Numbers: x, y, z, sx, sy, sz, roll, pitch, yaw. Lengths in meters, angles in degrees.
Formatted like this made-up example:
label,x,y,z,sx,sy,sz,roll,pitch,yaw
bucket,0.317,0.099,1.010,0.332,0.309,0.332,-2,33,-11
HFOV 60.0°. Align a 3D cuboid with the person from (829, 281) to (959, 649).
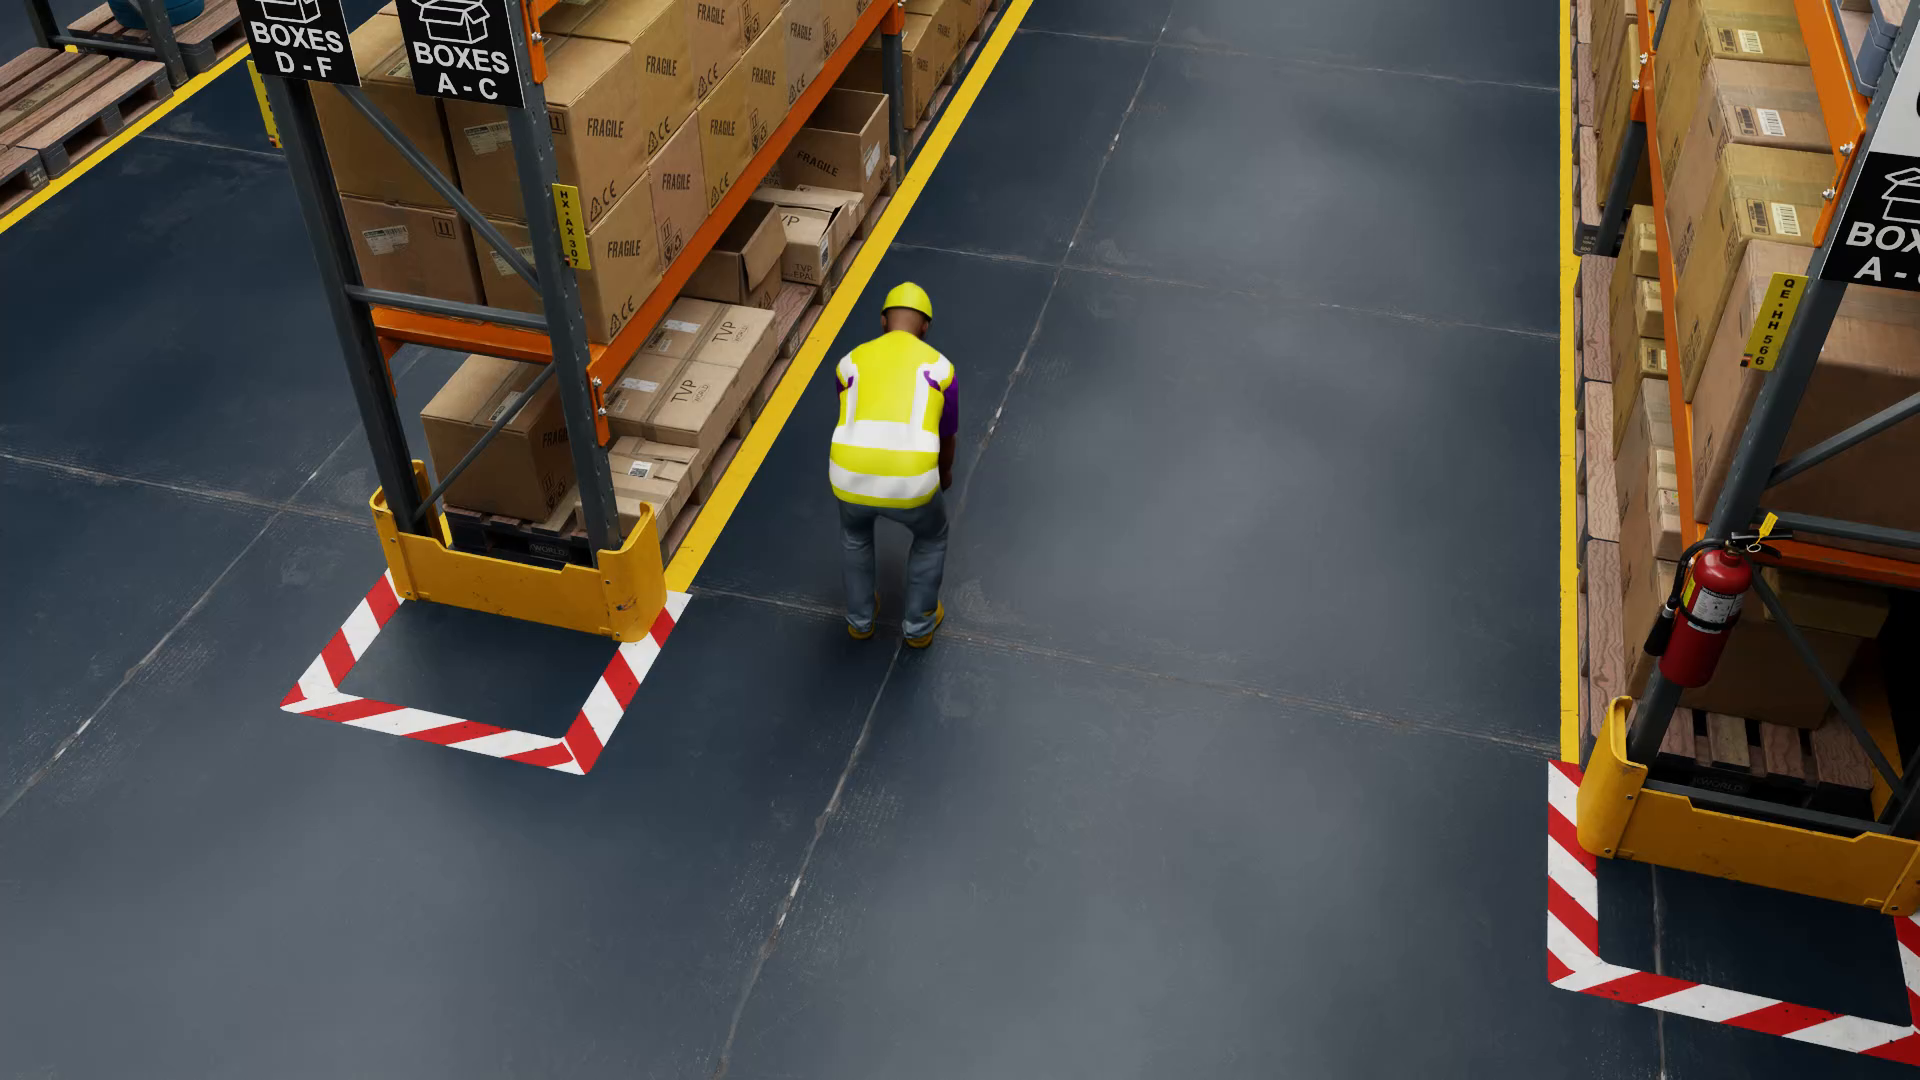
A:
label,x,y,z,sx,sy,sz,roll,pitch,yaw
person,-0.262,-0.286,6.793,0.491,1.342,0.912,6,41,6
